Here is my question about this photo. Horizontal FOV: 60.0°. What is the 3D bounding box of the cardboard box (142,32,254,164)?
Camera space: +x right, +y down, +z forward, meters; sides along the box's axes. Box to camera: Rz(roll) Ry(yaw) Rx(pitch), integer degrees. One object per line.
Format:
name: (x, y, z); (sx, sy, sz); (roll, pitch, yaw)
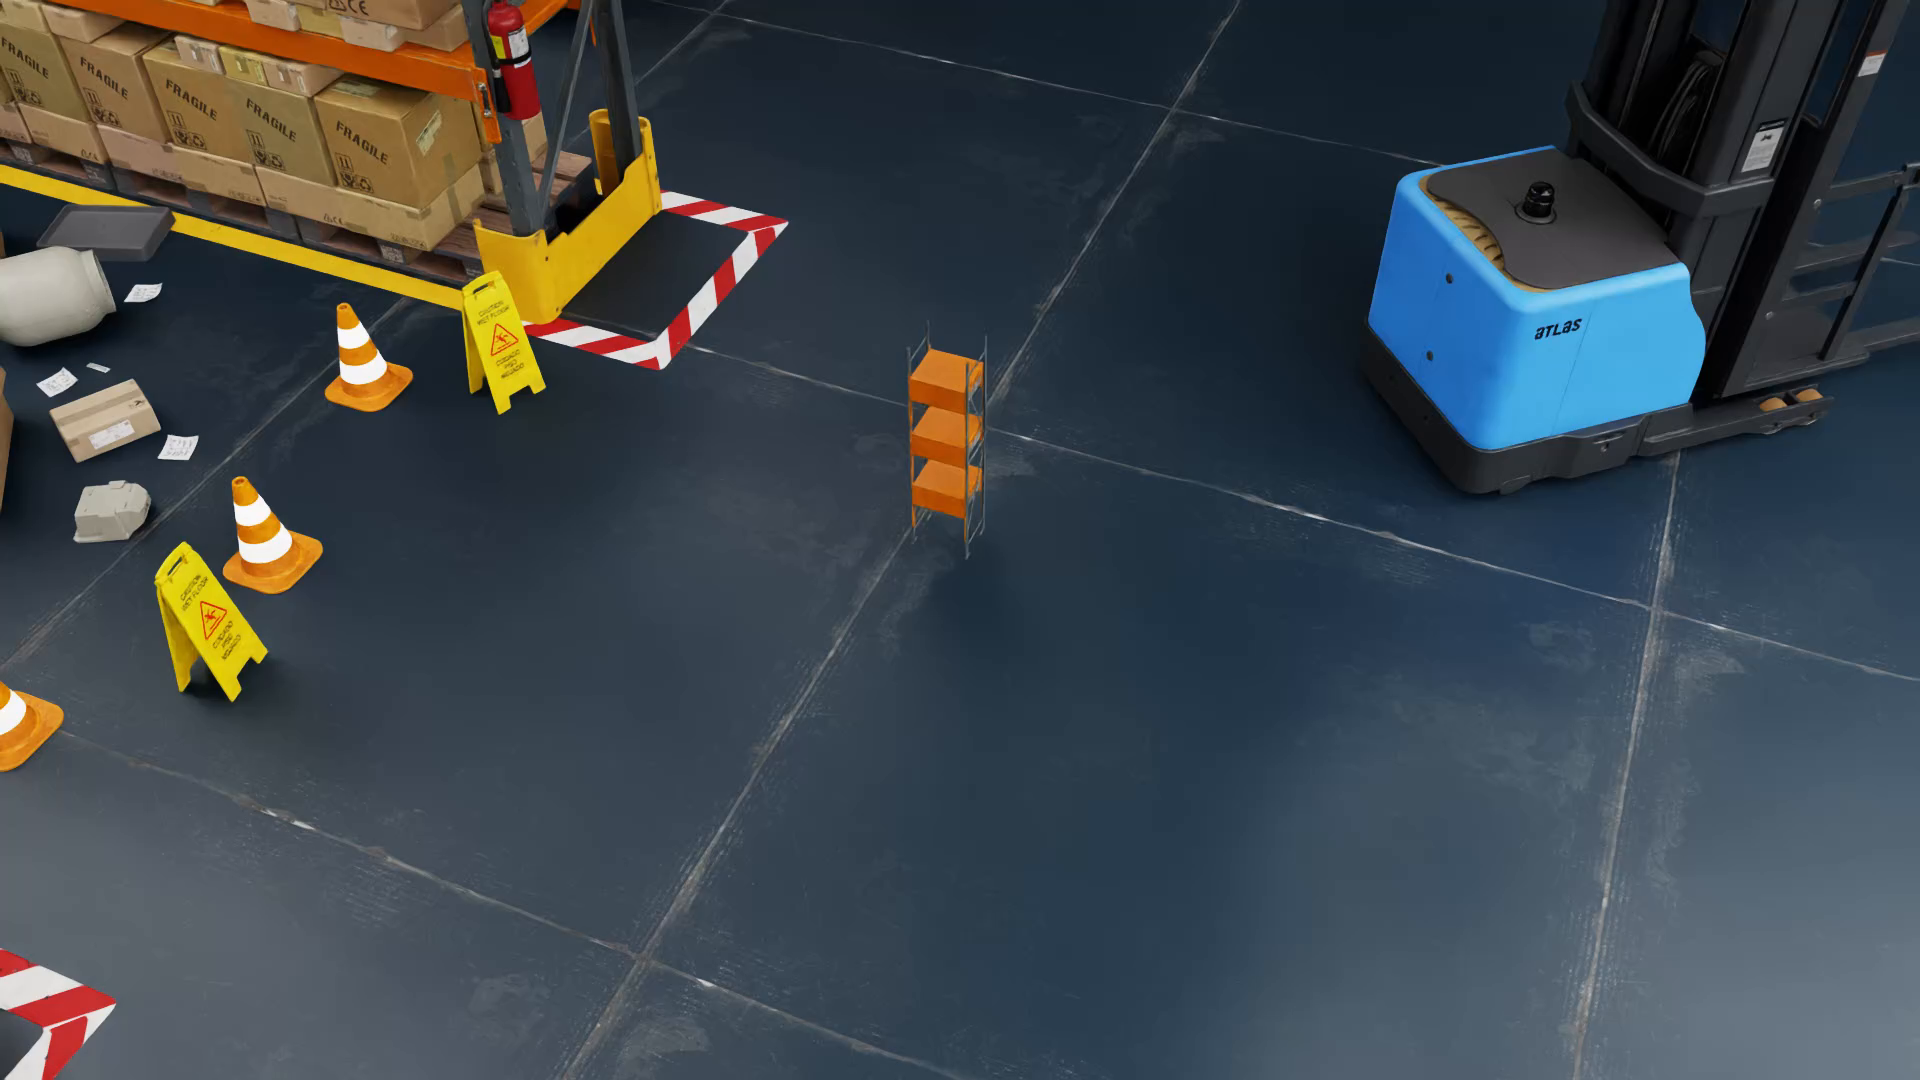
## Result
cardboard box: (-3.667, -2.281, 8.374); (0.500, 0.500, 0.500); (15, 47, 15)

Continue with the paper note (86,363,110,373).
paper note: (-4.097, -0.820, 7.906); (0.123, 0.001, 0.032); (16, 47, 16)

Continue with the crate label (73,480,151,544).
crate label: (-3.638, -0.132, 7.125); (0.298, 0.136, 0.250); (-5, 45, -5)

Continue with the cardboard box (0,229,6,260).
cardboard box: (-5.108, -1.536, 8.276); (0.500, 0.500, 0.500); (-20, 48, -19)

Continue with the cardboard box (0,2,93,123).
cardboard box: (-4.634, -2.564, 8.659); (0.500, 0.500, 0.500); (18, 48, 17)

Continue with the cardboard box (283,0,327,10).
cardboard box: (-2.949, -2.760, 7.454); (0.500, 0.500, 0.500); (17, 47, 16)

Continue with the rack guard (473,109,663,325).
rack guard: (-1.952, -1.646, 8.389); (0.348, 0.500, 1.175); (16, 47, 16)

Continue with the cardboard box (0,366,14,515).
cardboard box: (-4.477, -0.456, 7.190); (0.637, 0.503, 0.797); (-12, 46, -12)

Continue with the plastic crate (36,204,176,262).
plastic crate: (-4.440, -1.603, 8.643); (0.583, 0.080, 0.402); (2, 45, 2)

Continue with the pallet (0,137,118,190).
pallet: (-4.940, -2.450, 9.402); (1.213, 0.211, 1.003); (16, 47, 16)

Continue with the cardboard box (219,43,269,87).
cardboard box: (-3.317, -2.356, 7.990); (0.250, 0.149, 0.380); (17, 47, 16)

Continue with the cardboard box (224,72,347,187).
cardboard box: (-3.204, -2.139, 8.232); (0.500, 0.500, 0.500); (18, 48, 17)

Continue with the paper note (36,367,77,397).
paper note: (-4.246, -0.744, 7.823); (0.142, 0.019, 0.148); (33, 54, 29)

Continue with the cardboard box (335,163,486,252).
cardboard box: (-2.753, -1.737, 8.359); (0.500, 0.250, 0.500); (16, 47, 16)

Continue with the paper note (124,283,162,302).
paper note: (-4.082, -1.239, 8.313); (0.148, 0.019, 0.142); (2, 45, 2)

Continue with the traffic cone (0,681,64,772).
traffic cone: (-3.637, 0.569, 6.189); (0.334, 0.463, 0.336); (16, 47, 16)

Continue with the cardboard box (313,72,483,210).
cardboard box: (-2.721, -1.999, 8.092); (0.500, 0.500, 0.500); (17, 47, 16)

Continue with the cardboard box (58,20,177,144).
cardboard box: (-4.156, -2.422, 8.517); (0.500, 0.500, 0.500); (19, 48, 18)

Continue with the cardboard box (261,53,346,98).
cardboard box: (-3.086, -2.285, 7.919); (0.250, 0.149, 0.380); (18, 48, 17)

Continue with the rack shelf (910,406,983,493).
rack shelf: (-0.049, -0.379, 6.741); (0.240, 0.259, 0.215); (16, 47, 16)

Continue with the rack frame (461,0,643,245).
rack frame: (-1.881, -2.512, 7.487); (0.127, 3.000, 1.000); (16, 47, 16)

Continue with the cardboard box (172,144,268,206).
cardboard box: (-3.691, -2.014, 8.639); (0.500, 0.250, 0.500); (15, 47, 14)

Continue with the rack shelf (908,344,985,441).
rack shelf: (-0.049, -0.580, 6.541); (0.240, 0.259, 0.215); (16, 47, 16)

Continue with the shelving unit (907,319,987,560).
shelving unit: (-0.049, -0.387, 6.733); (0.252, 1.050, 0.215); (16, 47, 16)

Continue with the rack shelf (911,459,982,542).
rack shelf: (-0.049, -0.182, 6.937); (0.240, 0.259, 0.215); (16, 47, 16)

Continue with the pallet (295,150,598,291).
pallet: (-2.688, -1.787, 8.736); (1.213, 0.211, 1.003); (16, 47, 16)

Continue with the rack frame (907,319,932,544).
rack frame: (-0.162, -0.420, 6.767); (0.008, 1.050, 0.200); (16, 47, 16)

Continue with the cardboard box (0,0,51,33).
cardboard box: (-4.565, -2.720, 8.357); (0.250, 0.149, 0.380); (18, 48, 17)

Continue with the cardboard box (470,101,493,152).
cardboard box: (-2.542, -2.357, 8.451); (0.500, 0.500, 0.500); (15, 47, 15)

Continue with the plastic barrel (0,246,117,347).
plastic barrel: (-4.371, -1.174, 7.968); (0.512, 0.421, 0.421); (-20, 48, -19)

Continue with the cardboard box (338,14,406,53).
cardboard box: (-2.585, -2.381, 7.534); (0.250, 0.149, 0.380); (16, 47, 15)

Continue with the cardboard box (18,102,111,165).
cardboard box: (-4.636, -2.298, 8.924); (0.500, 0.250, 0.500); (19, 48, 18)

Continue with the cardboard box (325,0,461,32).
cardboard box: (-2.488, -2.621, 7.314); (0.500, 0.500, 0.500); (16, 47, 15)

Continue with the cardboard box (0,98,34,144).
cardboard box: (-5.133, -2.436, 9.062); (0.500, 0.250, 0.500); (14, 47, 14)

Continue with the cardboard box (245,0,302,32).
cardboard box: (-3.063, -2.515, 7.668); (0.250, 0.149, 0.380); (17, 47, 17)

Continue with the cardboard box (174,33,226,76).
cardboard box: (-3.559, -2.428, 8.063); (0.250, 0.149, 0.380); (18, 48, 18)

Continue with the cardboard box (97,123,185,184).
cardboard box: (-4.145, -2.156, 8.781); (0.500, 0.250, 0.500); (16, 47, 15)

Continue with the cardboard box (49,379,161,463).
cardboard box: (-3.868, -0.542, 7.528); (0.380, 0.149, 0.250); (-28, 51, -25)

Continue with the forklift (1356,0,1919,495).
forklift: (3.439, -1.861, 6.881); (3.031, 2.935, 1.130); (-13, 46, -13)

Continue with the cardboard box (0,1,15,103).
cardboard box: (-5.133, -2.702, 8.798); (0.500, 0.500, 0.500); (19, 48, 18)

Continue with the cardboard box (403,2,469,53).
cardboard box: (-2.309, -2.385, 7.537); (0.250, 0.149, 0.380); (18, 48, 17)

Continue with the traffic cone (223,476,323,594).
traffic cone: (-2.889, -0.074, 6.836); (0.334, 0.463, 0.336); (16, 47, 16)

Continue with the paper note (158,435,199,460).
paper note: (-3.520, -0.420, 7.489); (0.142, 0.019, 0.148); (2, 45, 2)

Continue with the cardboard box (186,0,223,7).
cardboard box: (-3.516, -2.687, 7.841); (0.250, 0.149, 0.380); (16, 47, 15)

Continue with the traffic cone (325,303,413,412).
traffic cone: (-2.775, -0.889, 7.655); (0.334, 0.463, 0.336); (16, 47, 16)

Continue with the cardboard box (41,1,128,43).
cardboard box: (-4.316, -2.649, 8.285); (0.250, 0.149, 0.380); (19, 48, 18)

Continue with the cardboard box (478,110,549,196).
cardboard box: (-2.519, -2.085, 8.709); (0.500, 0.250, 0.500); (16, 47, 16)

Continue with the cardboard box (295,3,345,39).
cardboard box: (-2.814, -2.465, 7.618); (0.250, 0.149, 0.380); (16, 47, 15)

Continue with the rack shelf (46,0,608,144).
rack shelf: (-3.727, -2.800, 8.286); (4.000, 0.370, 1.077); (16, 47, 16)

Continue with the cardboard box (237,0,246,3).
cardboard box: (-3.245, -2.676, 7.830); (0.250, 0.149, 0.380); (17, 47, 16)

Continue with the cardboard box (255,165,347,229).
cardboard box: (-3.206, -1.876, 8.499); (0.500, 0.250, 0.500); (17, 47, 16)

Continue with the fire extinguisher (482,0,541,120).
fire extinguisher: (-1.953, -2.153, 7.181); (0.183, 0.674, 0.296); (16, 47, 16)

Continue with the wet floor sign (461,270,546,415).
wet floor sign: (-2.118, -0.929, 7.565); (0.232, 0.644, 0.267); (33, 54, 29)

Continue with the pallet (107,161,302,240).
pallet: (-3.810, -2.120, 9.070); (1.213, 0.211, 1.003); (16, 47, 16)

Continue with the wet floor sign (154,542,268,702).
wet floor sign: (-2.905, 0.292, 6.338); (0.232, 0.644, 0.267); (9, 46, 9)

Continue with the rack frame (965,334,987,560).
rack frame: (0.063, -0.354, 6.700); (0.008, 1.050, 0.200); (16, 47, 16)
